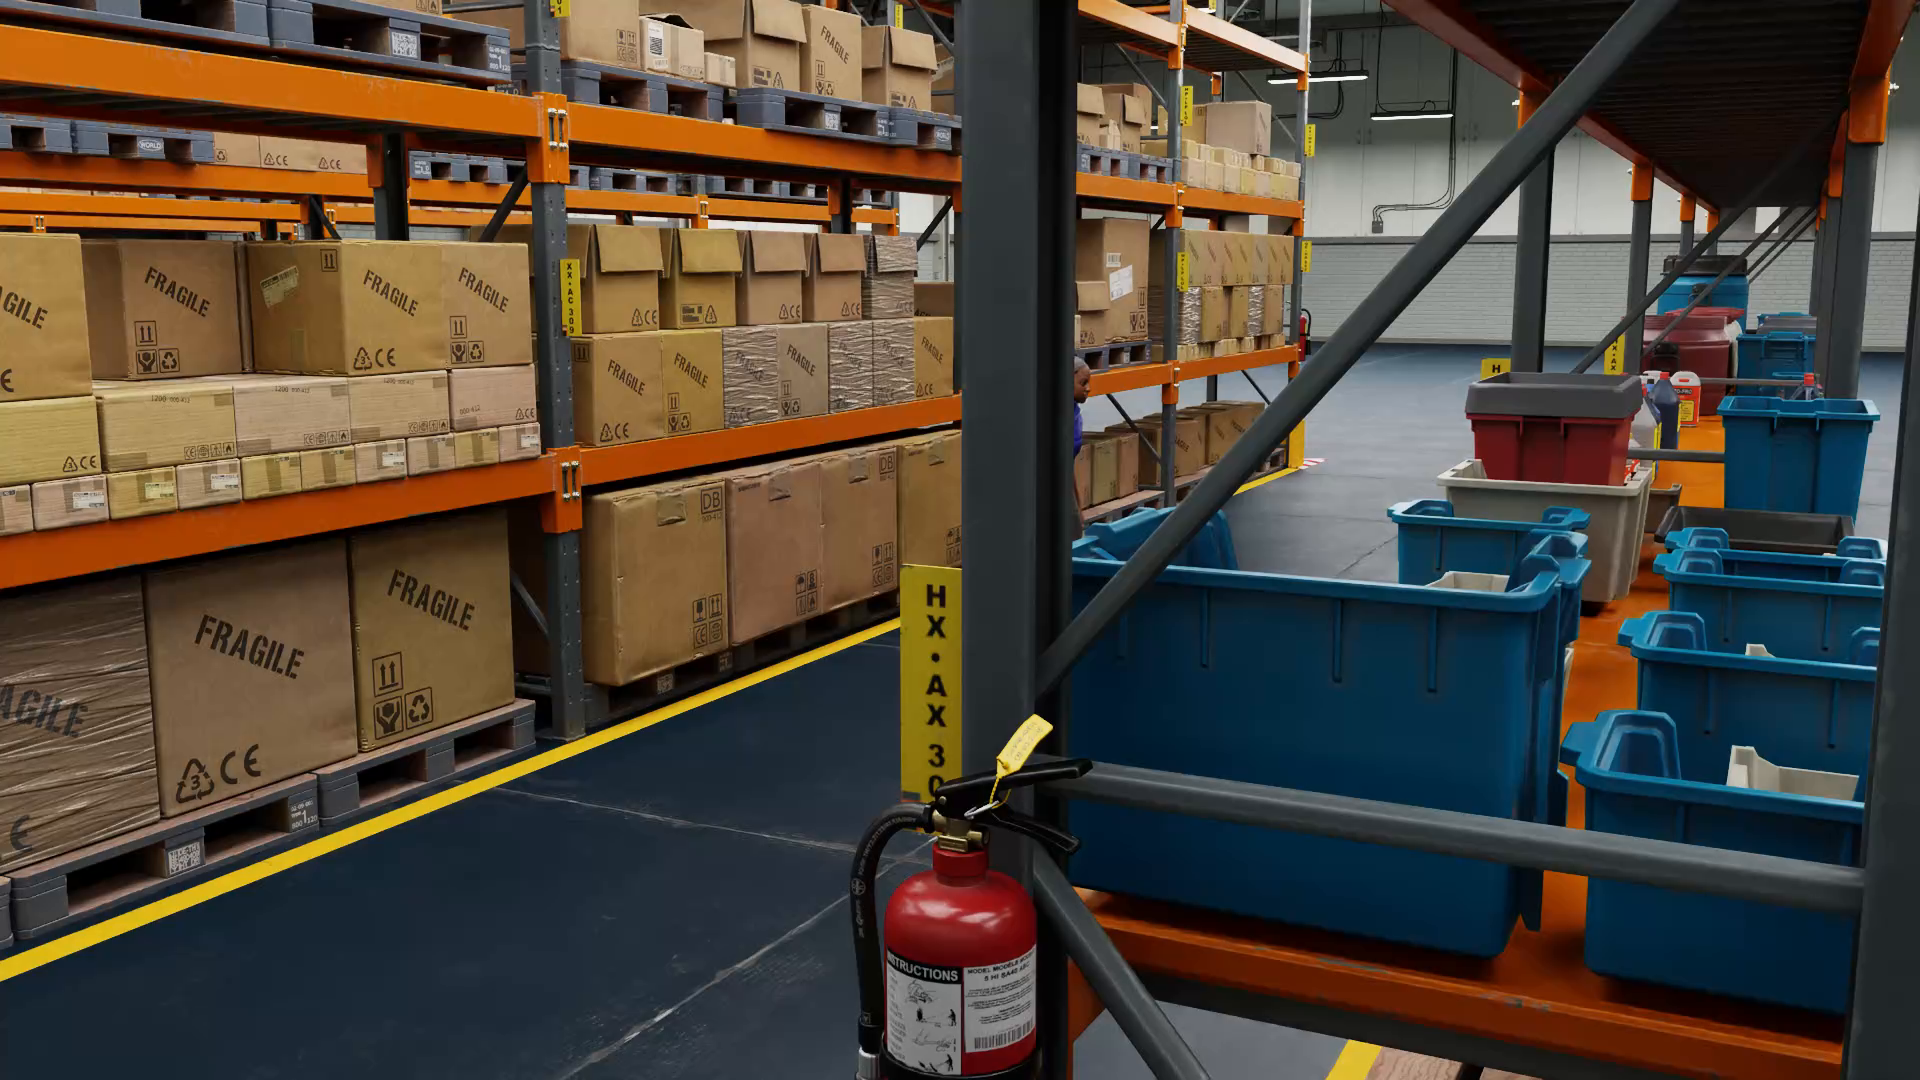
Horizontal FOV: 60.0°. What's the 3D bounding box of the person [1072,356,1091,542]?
[{"bbox_3d":[0.515,-0.146,8.788,0.349,1.655,0.509,5,10,27],"label":"person"}]
